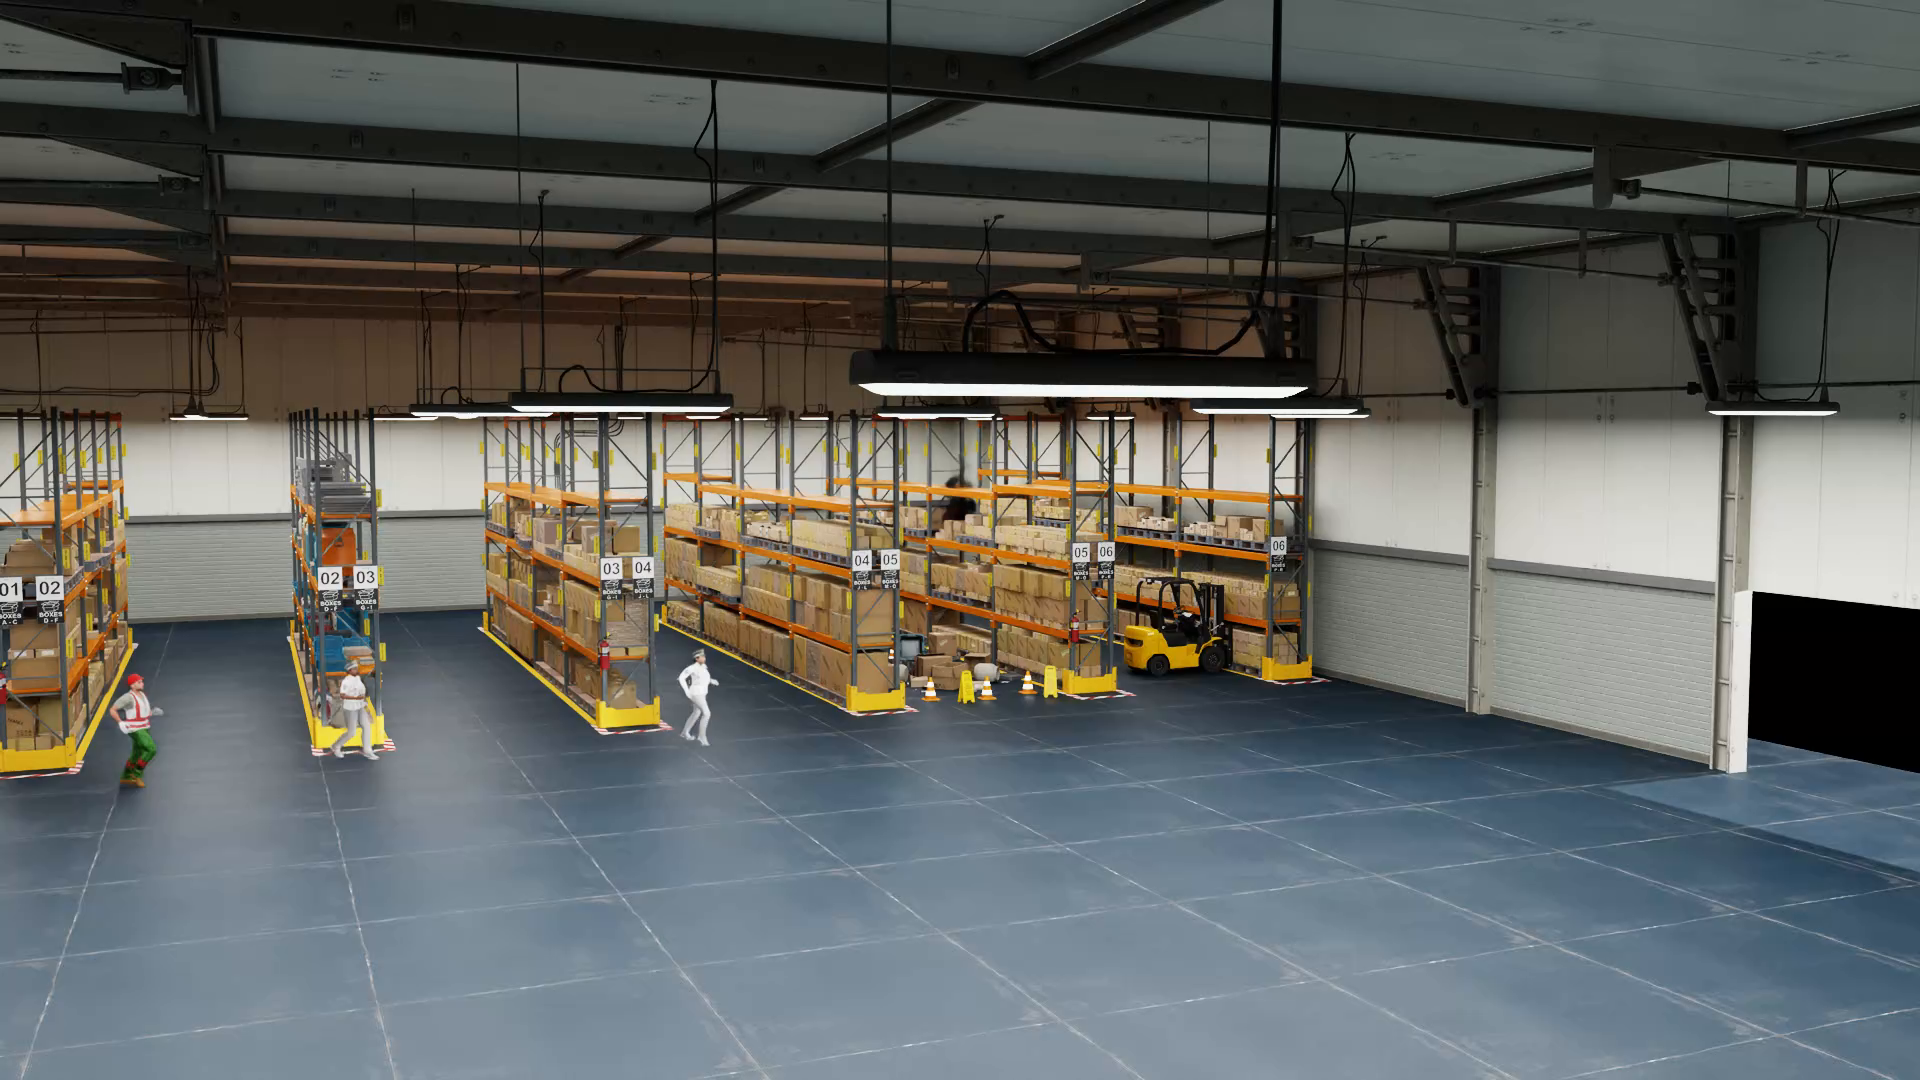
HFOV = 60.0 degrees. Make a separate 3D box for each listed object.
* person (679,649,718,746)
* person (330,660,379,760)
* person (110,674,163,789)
[{"bbox_3d":[-4.680,2.810,29.745,0.741,1.751,0.598,1,4,17],"label":"person"},{"bbox_3d":[-10.314,2.894,28.256,0.806,1.720,0.587,1,4,13],"label":"person"},{"bbox_3d":[-12.890,2.999,26.123,0.711,1.793,0.646,0,4,-2],"label":"person"}]
